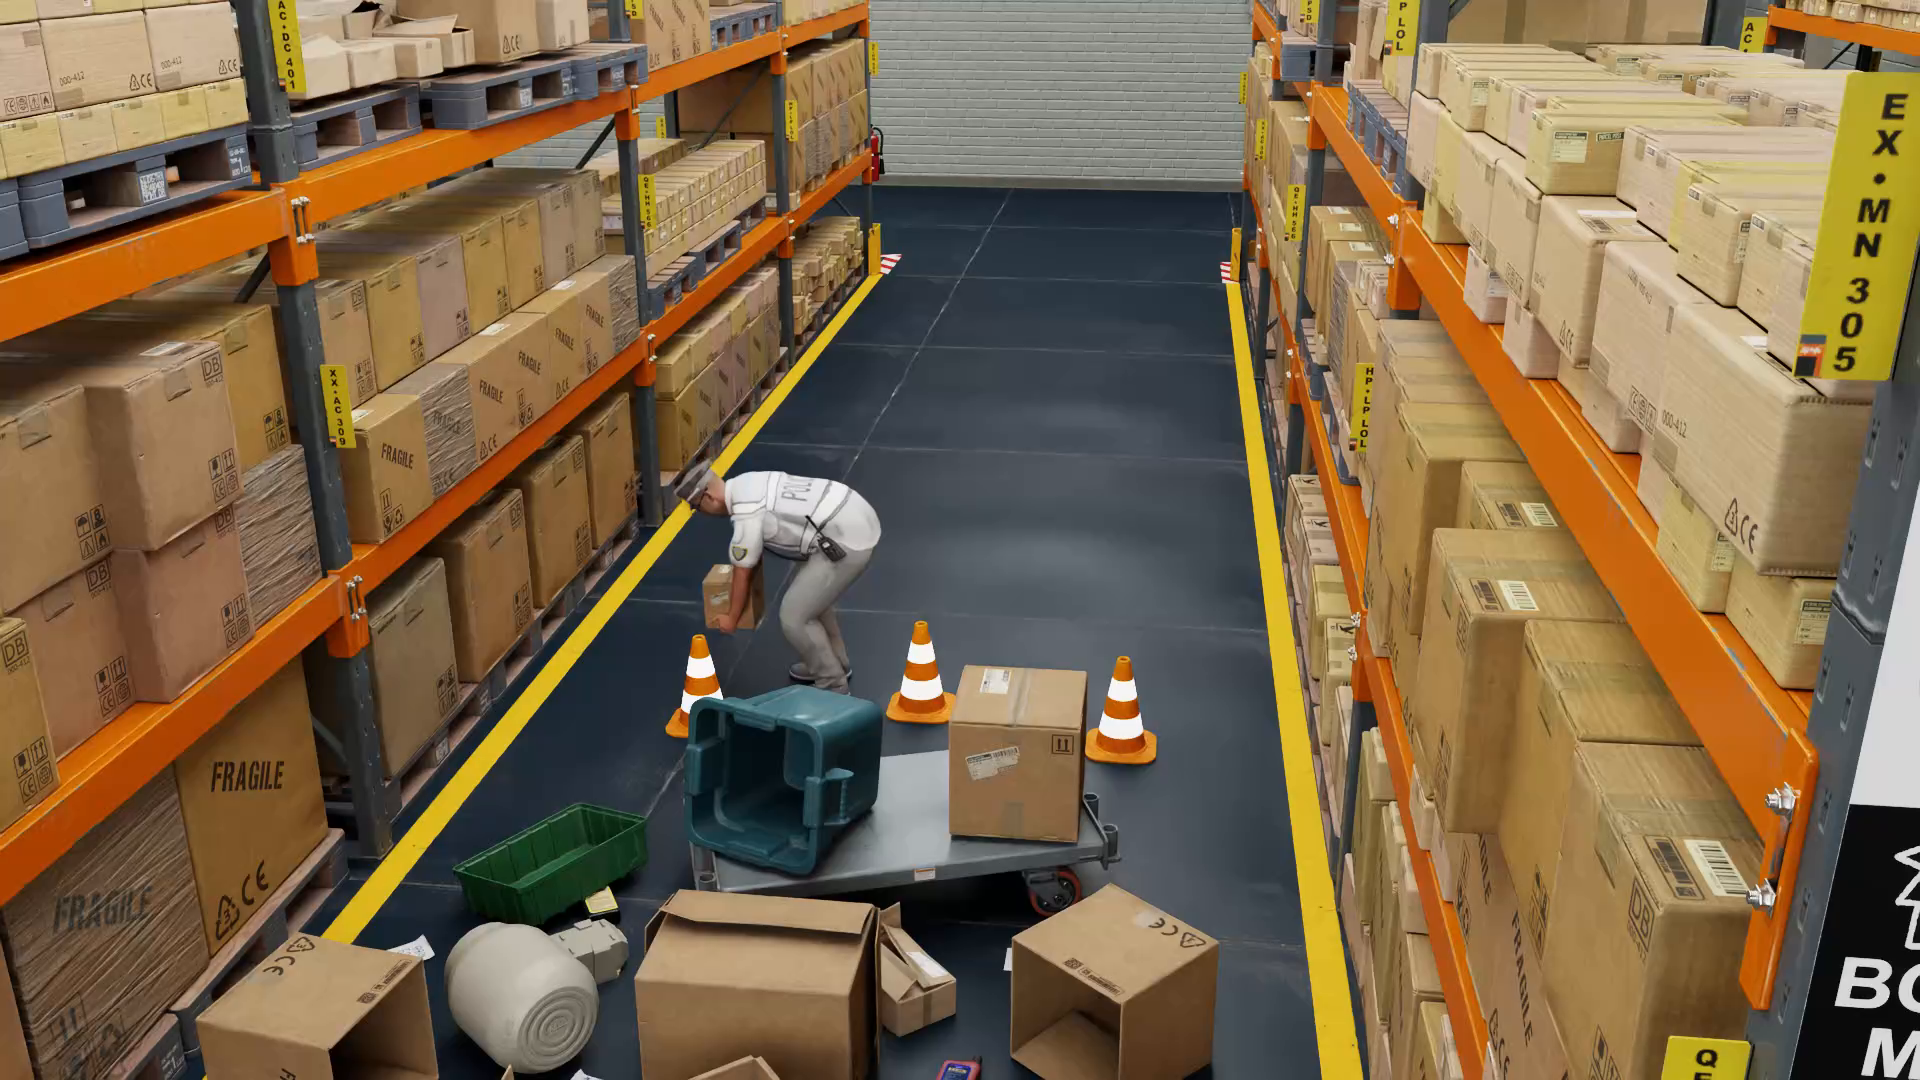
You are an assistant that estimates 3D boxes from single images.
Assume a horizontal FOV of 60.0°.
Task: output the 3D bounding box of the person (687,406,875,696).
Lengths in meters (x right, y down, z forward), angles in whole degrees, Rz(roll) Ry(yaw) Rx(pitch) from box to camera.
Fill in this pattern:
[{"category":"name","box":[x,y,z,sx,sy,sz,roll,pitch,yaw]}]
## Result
[{"category":"person","box":[-0.877,0.065,8.284,0.900,1.486,0.478,2,21,5]}]
